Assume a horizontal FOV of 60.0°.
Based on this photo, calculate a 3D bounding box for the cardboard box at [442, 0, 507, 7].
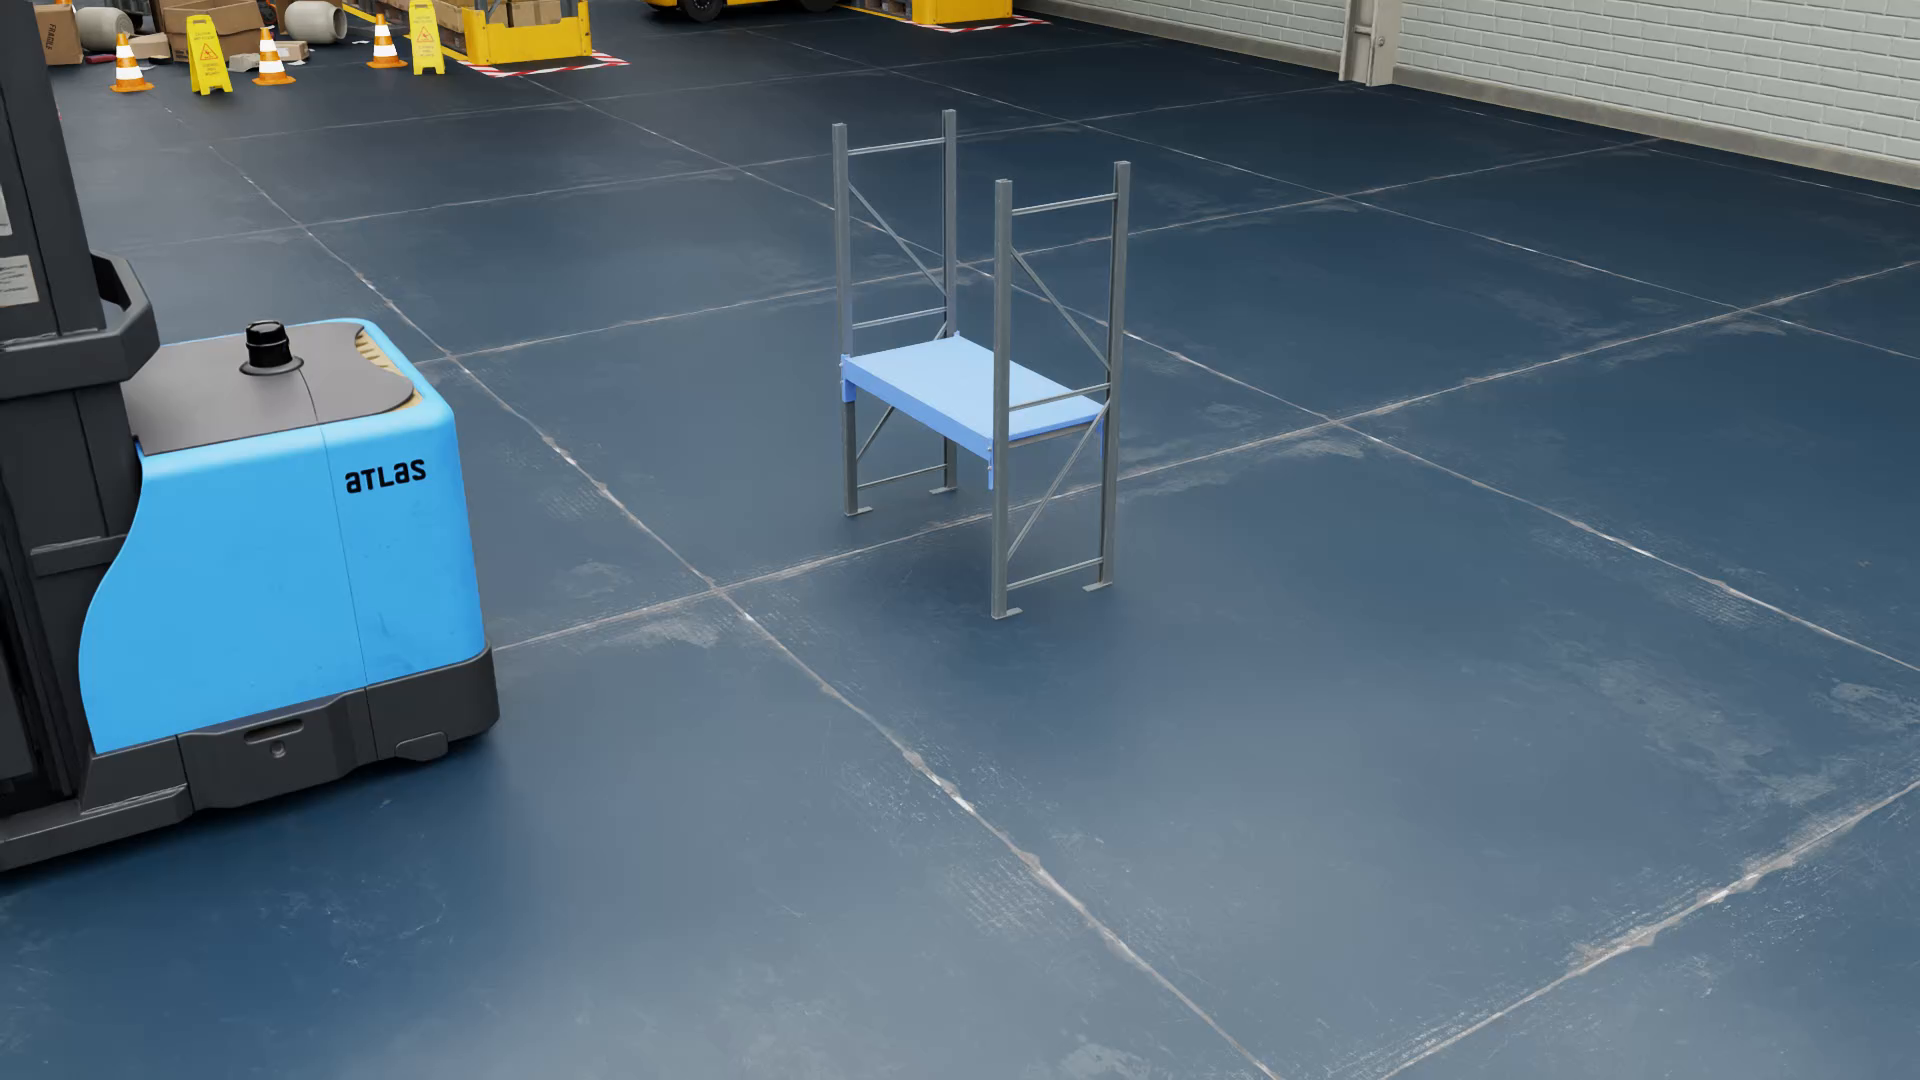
[{"bbox_3d":[-4.794,-5.539,16.320,0.500,0.500,0.500,-15,29,-29],"label":"cardboard box"}]

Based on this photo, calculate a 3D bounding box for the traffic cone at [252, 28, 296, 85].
[{"bbox_3d":[-6.198,-4.353,14.930,0.336,0.463,0.334,-16,29,-30],"label":"traffic cone"}]

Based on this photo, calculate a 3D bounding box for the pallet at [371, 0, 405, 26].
[{"bbox_3d":[-5.926,-5.965,18.639,1.003,0.211,1.213,-16,29,-30],"label":"pallet"}]

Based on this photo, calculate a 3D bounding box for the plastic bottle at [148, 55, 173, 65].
[{"bbox_3d":[-7.672,-4.599,15.921,0.283,0.061,0.133,18,31,33],"label":"plastic bottle"}]

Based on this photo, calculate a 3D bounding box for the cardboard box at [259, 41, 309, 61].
[{"bbox_3d":[-6.546,-4.736,16.109,0.380,0.149,0.250,-1,25,-3],"label":"cardboard box"}]

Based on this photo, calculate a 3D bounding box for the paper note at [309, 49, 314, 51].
[{"bbox_3d":[-6.474,-4.892,16.602,0.032,0.001,0.123,-16,29,-30],"label":"paper note"}]

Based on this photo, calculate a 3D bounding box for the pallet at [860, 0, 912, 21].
[{"bbox_3d":[-0.434,-6.189,19.112,1.003,0.211,1.213,-16,29,-30],"label":"pallet"}]

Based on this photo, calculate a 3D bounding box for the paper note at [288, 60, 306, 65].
[{"bbox_3d":[-6.322,-4.559,15.872,0.142,0.019,0.148,18,31,33],"label":"paper note"}]

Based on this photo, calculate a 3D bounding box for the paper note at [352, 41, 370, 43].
[{"bbox_3d":[-6.132,-5.104,17.026,0.148,0.019,0.142,18,31,33],"label":"paper note"}]

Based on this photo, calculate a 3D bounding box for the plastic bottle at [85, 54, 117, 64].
[{"bbox_3d":[-8.239,-4.628,15.981,0.133,0.061,0.283,18,31,33],"label":"plastic bottle"}]

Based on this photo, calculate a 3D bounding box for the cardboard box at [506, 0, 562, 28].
[{"bbox_3d":[-4.347,-5.327,16.750,0.500,0.250,0.500,-16,30,-30],"label":"cardboard box"}]

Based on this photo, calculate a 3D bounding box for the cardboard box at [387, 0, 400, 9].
[{"bbox_3d":[-5.925,-5.943,18.054,0.500,0.250,0.500,-14,29,-27],"label":"cardboard box"}]

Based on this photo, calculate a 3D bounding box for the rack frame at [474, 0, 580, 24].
[{"bbox_3d":[-4.138,-6.028,15.505,1.000,3.000,0.127,-16,29,-30],"label":"rack frame"}]

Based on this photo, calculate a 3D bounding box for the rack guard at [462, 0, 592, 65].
[{"bbox_3d":[-4.180,-4.925,16.096,1.175,0.500,0.348,-16,29,-30],"label":"rack guard"}]

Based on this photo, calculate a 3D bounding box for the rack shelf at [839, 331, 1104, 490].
[{"bbox_3d":[0.047,-0.485,5.942,0.538,0.185,1.000,-16,29,-30],"label":"rack shelf"}]

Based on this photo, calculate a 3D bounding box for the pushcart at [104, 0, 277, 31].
[{"bbox_3d":[-8.205,-5.723,17.932,0.936,0.377,1.648,18,31,33],"label":"pushcart"}]

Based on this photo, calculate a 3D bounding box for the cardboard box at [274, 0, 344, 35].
[{"bbox_3d":[-6.877,-5.629,17.585,0.500,0.500,0.500,3,25,6],"label":"cardboard box"}]

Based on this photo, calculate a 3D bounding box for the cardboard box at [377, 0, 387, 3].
[{"bbox_3d":[-6.226,-6.131,18.453,0.500,0.250,0.500,-17,30,-32],"label":"cardboard box"}]

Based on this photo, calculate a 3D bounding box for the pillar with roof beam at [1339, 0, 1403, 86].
[{"bbox_3d":[0.062,-7.208,10.979,9.100,9.000,0.400,-16,29,-30],"label":"pillar with roof beam"}]

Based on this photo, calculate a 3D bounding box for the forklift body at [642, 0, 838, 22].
[{"bbox_3d":[-2.545,-7.055,18.675,2.313,2.155,1.214,-16,29,-30],"label":"forklift body"}]

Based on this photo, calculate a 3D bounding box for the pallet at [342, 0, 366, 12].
[{"bbox_3d":[-6.748,-6.476,19.720,1.003,0.211,1.213,-16,29,-30],"label":"pallet"}]

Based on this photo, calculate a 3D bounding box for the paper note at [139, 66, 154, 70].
[{"bbox_3d":[-7.641,-4.436,15.613,0.144,0.017,0.142,-6,26,-12],"label":"paper note"}]

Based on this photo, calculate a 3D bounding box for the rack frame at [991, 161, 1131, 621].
[{"bbox_3d":[0.324,-0.466,5.480,0.500,1.500,0.032,-16,29,-30],"label":"rack frame"}]

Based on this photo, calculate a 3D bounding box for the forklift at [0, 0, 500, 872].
[{"bbox_3d":[-2.903,-0.572,4.028,3.031,2.935,1.130,-14,29,-28],"label":"forklift"}]

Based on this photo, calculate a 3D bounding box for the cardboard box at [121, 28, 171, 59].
[{"bbox_3d":[-7.933,-4.847,16.206,0.396,0.266,0.258,-10,27,-21],"label":"cardboard box"}]

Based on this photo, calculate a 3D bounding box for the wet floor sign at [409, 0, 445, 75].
[{"bbox_3d":[-4.931,-4.646,15.335,0.267,0.644,0.232,-6,26,-12],"label":"wet floor sign"}]

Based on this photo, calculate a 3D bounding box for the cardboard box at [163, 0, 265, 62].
[{"bbox_3d":[-7.218,-4.937,16.119,0.637,0.503,0.797,7,26,15],"label":"cardboard box"}]

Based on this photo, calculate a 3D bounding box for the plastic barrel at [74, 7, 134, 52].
[{"bbox_3d":[-8.509,-5.055,16.463,0.512,0.421,0.421,3,25,6],"label":"plastic barrel"}]

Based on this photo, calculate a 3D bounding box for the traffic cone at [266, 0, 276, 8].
[{"bbox_3d":[-8.172,-6.429,19.325,0.336,0.463,0.334,-16,29,-30],"label":"traffic cone"}]

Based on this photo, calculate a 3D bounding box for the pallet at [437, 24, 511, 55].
[{"bbox_3d":[-4.594,-5.093,16.791,1.003,0.211,1.213,-16,29,-30],"label":"pallet"}]

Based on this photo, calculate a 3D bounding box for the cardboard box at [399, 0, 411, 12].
[{"bbox_3d":[-5.633,-5.754,17.653,0.500,0.250,0.500,-16,30,-30],"label":"cardboard box"}]

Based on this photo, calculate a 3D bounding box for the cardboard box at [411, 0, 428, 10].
[{"bbox_3d":[-5.371,-5.574,17.272,0.500,0.250,0.500,-17,30,-31],"label":"cardboard box"}]

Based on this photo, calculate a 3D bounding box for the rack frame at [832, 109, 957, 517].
[{"bbox_3d":[-0.231,-0.830,6.250,0.500,1.500,0.032,-16,29,-30],"label":"rack frame"}]

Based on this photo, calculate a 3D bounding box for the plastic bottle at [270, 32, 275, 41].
[{"bbox_3d":[-7.189,-5.231,17.259,0.133,0.061,0.283,-10,27,-21],"label":"plastic bottle"}]

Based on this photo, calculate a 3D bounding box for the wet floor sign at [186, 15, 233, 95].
[{"bbox_3d":[-6.556,-4.224,14.443,0.267,0.644,0.232,-22,33,-38],"label":"wet floor sign"}]

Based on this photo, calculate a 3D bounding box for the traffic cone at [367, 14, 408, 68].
[{"bbox_3d":[-5.454,-4.734,15.735,0.336,0.463,0.334,-16,29,-30],"label":"traffic cone"}]

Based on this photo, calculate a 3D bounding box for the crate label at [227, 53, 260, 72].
[{"bbox_3d":[-6.679,-4.473,15.564,0.298,0.136,0.250,12,28,24],"label":"crate label"}]

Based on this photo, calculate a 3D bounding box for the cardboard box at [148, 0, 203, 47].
[{"bbox_3d":[-7.736,-5.331,16.794,0.797,0.637,0.503,-16,29,-30],"label":"cardboard box"}]

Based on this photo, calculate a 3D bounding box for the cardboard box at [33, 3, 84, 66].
[{"bbox_3d":[-8.707,-4.823,15.879,0.500,0.500,0.500,-10,27,-21],"label":"cardboard box"}]

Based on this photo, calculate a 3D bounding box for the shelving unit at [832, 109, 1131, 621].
[{"bbox_3d":[0.047,-0.648,5.865,0.538,1.500,1.048,-16,29,-30],"label":"shelving unit"}]

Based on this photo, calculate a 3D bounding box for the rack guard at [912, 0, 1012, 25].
[{"bbox_3d":[0.032,-6.047,18.473,1.175,0.500,0.348,-16,29,-30],"label":"rack guard"}]

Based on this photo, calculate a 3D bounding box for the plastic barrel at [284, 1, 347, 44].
[{"bbox_3d":[-6.534,-5.249,16.872,0.512,0.421,0.421,3,25,6],"label":"plastic barrel"}]

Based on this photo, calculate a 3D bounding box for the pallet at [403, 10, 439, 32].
[{"bbox_3d":[-5.255,-5.529,17.714,1.003,0.211,1.213,-16,29,-30],"label":"pallet"}]

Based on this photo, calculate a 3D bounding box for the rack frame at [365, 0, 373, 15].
[{"bbox_3d":[-6.322,-7.458,18.536,1.000,3.000,0.127,-16,29,-30],"label":"rack frame"}]

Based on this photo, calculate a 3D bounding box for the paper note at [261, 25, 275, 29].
[{"bbox_3d":[-7.462,-5.529,17.926,0.148,0.019,0.142,-16,29,-30],"label":"paper note"}]

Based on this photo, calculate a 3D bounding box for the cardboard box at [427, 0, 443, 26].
[{"bbox_3d":[-5.081,-5.388,16.878,0.500,0.250,0.500,-15,29,-29],"label":"cardboard box"}]

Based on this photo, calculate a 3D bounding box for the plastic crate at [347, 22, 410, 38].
[{"bbox_3d":[-6.152,-5.386,17.564,0.583,0.080,0.402,18,31,33],"label":"plastic crate"}]

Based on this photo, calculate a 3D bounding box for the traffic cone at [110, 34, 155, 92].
[{"bbox_3d":[-7.331,-4.212,14.630,0.336,0.463,0.334,-16,29,-30],"label":"traffic cone"}]

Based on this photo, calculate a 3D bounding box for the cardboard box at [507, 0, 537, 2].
[{"bbox_3d":[-4.360,-5.675,16.608,0.500,0.500,0.500,-17,30,-31],"label":"cardboard box"}]

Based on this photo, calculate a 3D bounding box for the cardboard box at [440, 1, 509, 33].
[{"bbox_3d":[-4.818,-5.209,16.500,0.500,0.250,0.500,-16,29,-30],"label":"cardboard box"}]

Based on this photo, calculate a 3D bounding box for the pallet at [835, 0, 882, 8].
[{"bbox_3d":[-1.096,-6.625,20.035,1.003,0.211,1.213,-16,29,-30],"label":"pallet"}]

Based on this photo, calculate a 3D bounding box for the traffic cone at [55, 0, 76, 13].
[{"bbox_3d":[-9.881,-5.953,18.318,0.336,0.463,0.334,-16,29,-30],"label":"traffic cone"}]
